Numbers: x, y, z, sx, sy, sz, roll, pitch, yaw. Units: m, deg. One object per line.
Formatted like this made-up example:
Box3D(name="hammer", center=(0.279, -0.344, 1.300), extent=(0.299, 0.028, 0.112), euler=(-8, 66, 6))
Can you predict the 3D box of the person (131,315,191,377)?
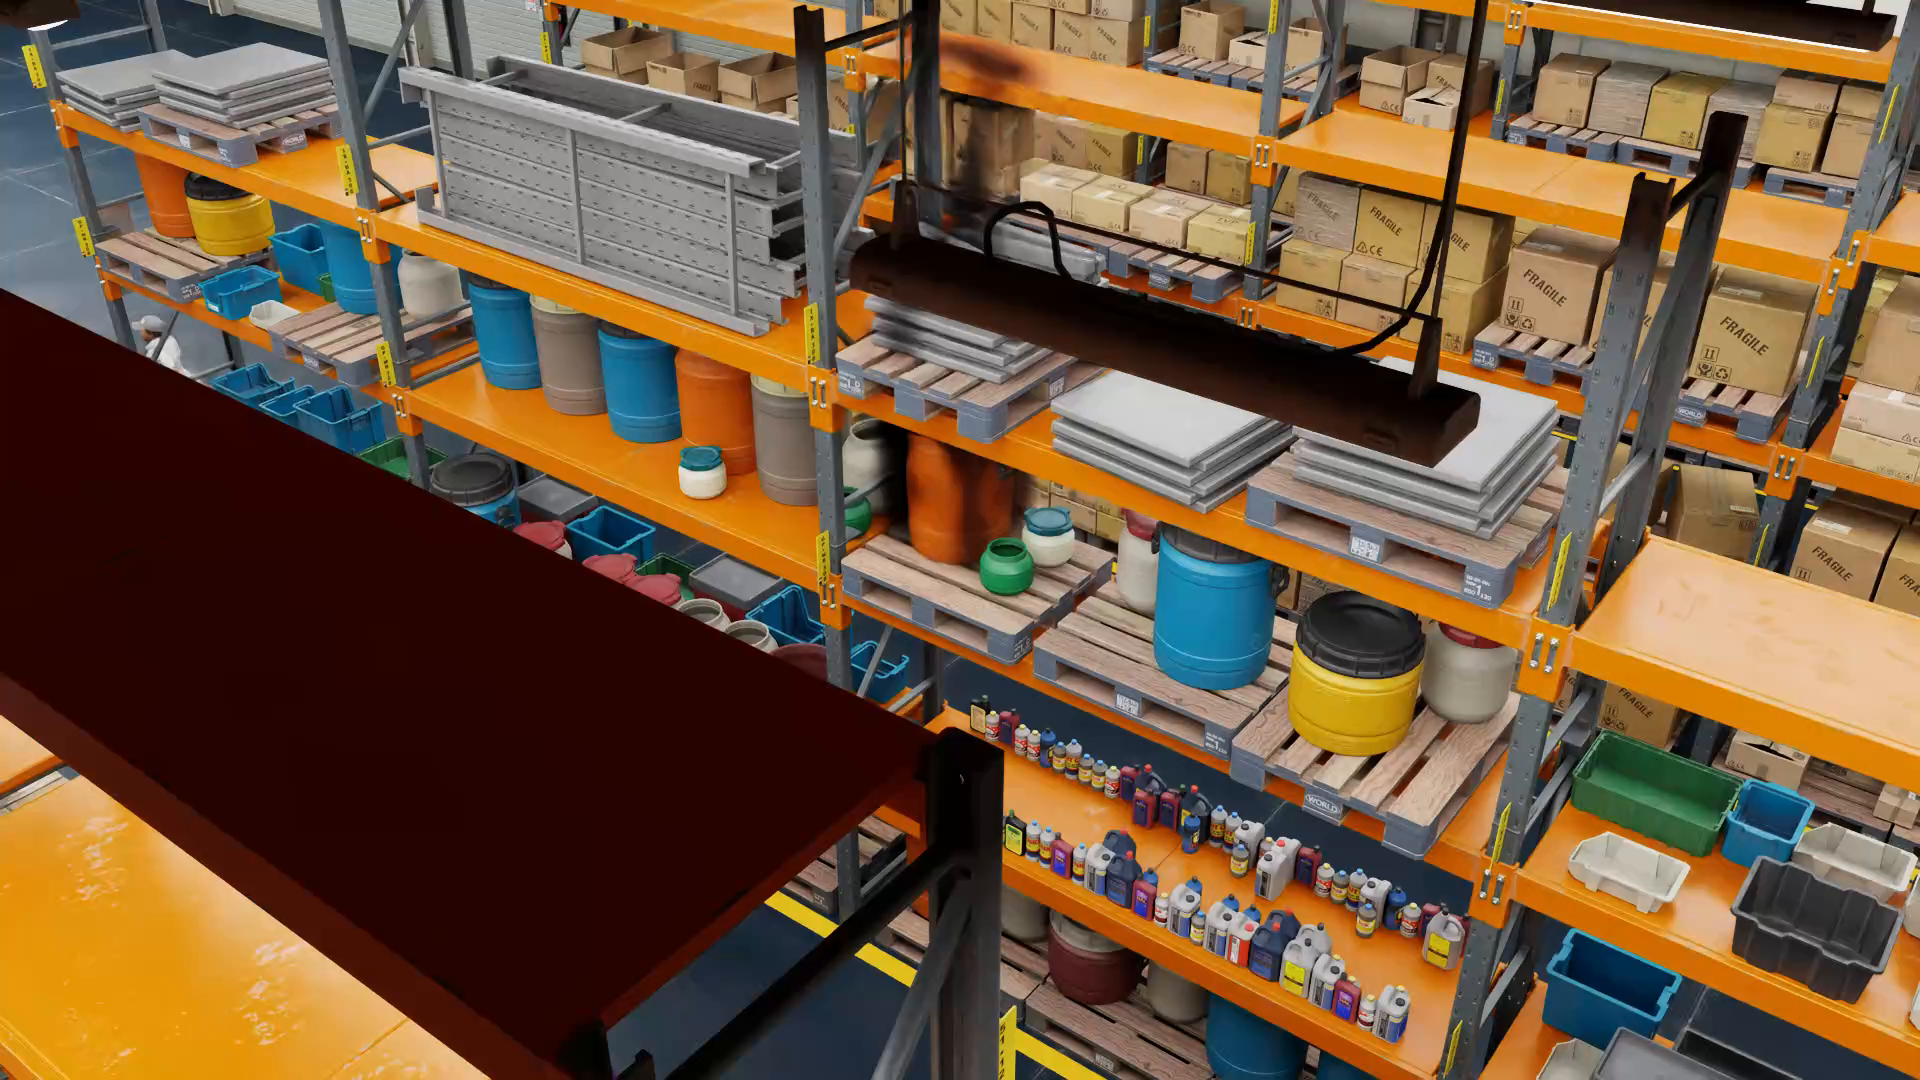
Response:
Box3D(name="person", center=(-7.623, -1.390, 16.005), extent=(0.561, 1.631, 0.631), euler=(-4, 32, -6))
